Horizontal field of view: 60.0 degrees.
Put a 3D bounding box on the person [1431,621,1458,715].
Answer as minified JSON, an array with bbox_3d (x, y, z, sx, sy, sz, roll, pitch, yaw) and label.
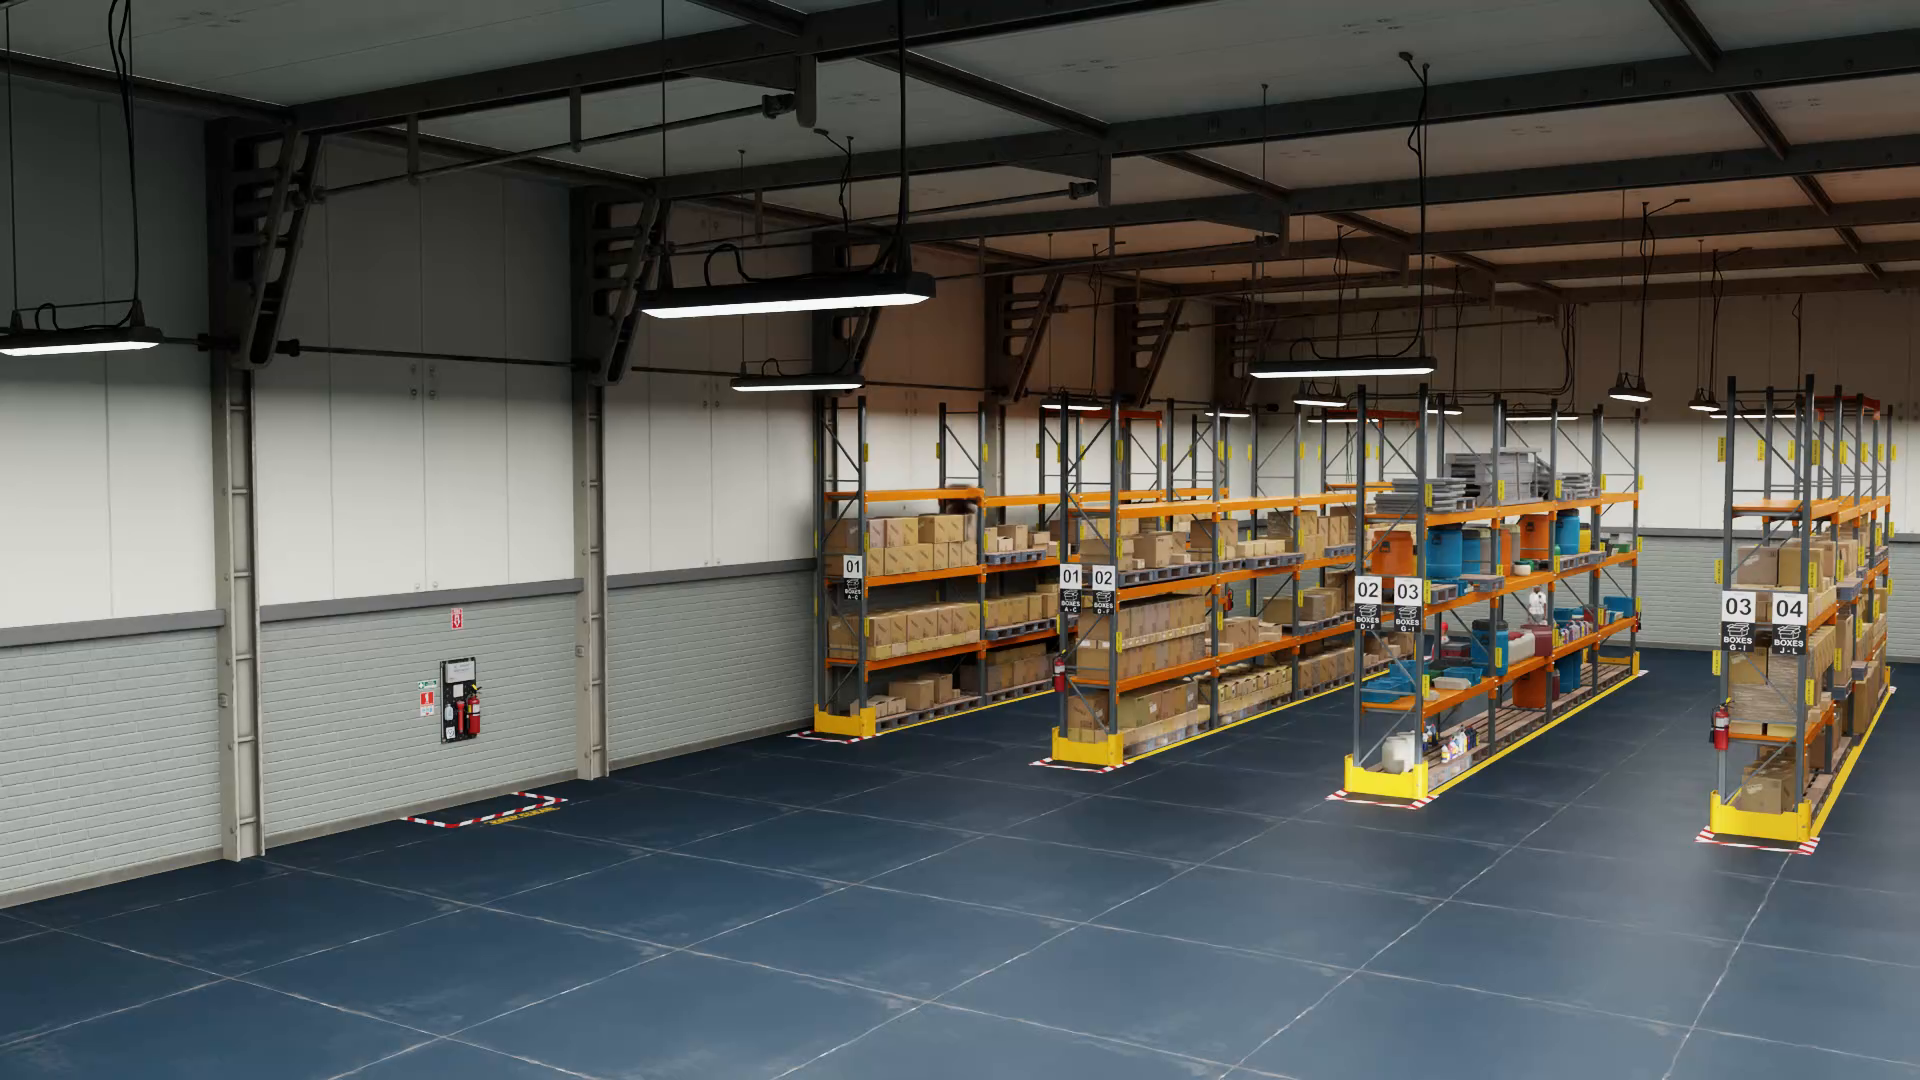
[{"bbox_3d":[9.183,2.439,31.683,0.572,1.789,0.560,2,4,40],"label":"person"}]

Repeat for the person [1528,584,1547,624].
[{"bbox_3d":[14.770,1.933,42.538,0.465,1.689,0.431,1,3,17],"label":"person"}]
